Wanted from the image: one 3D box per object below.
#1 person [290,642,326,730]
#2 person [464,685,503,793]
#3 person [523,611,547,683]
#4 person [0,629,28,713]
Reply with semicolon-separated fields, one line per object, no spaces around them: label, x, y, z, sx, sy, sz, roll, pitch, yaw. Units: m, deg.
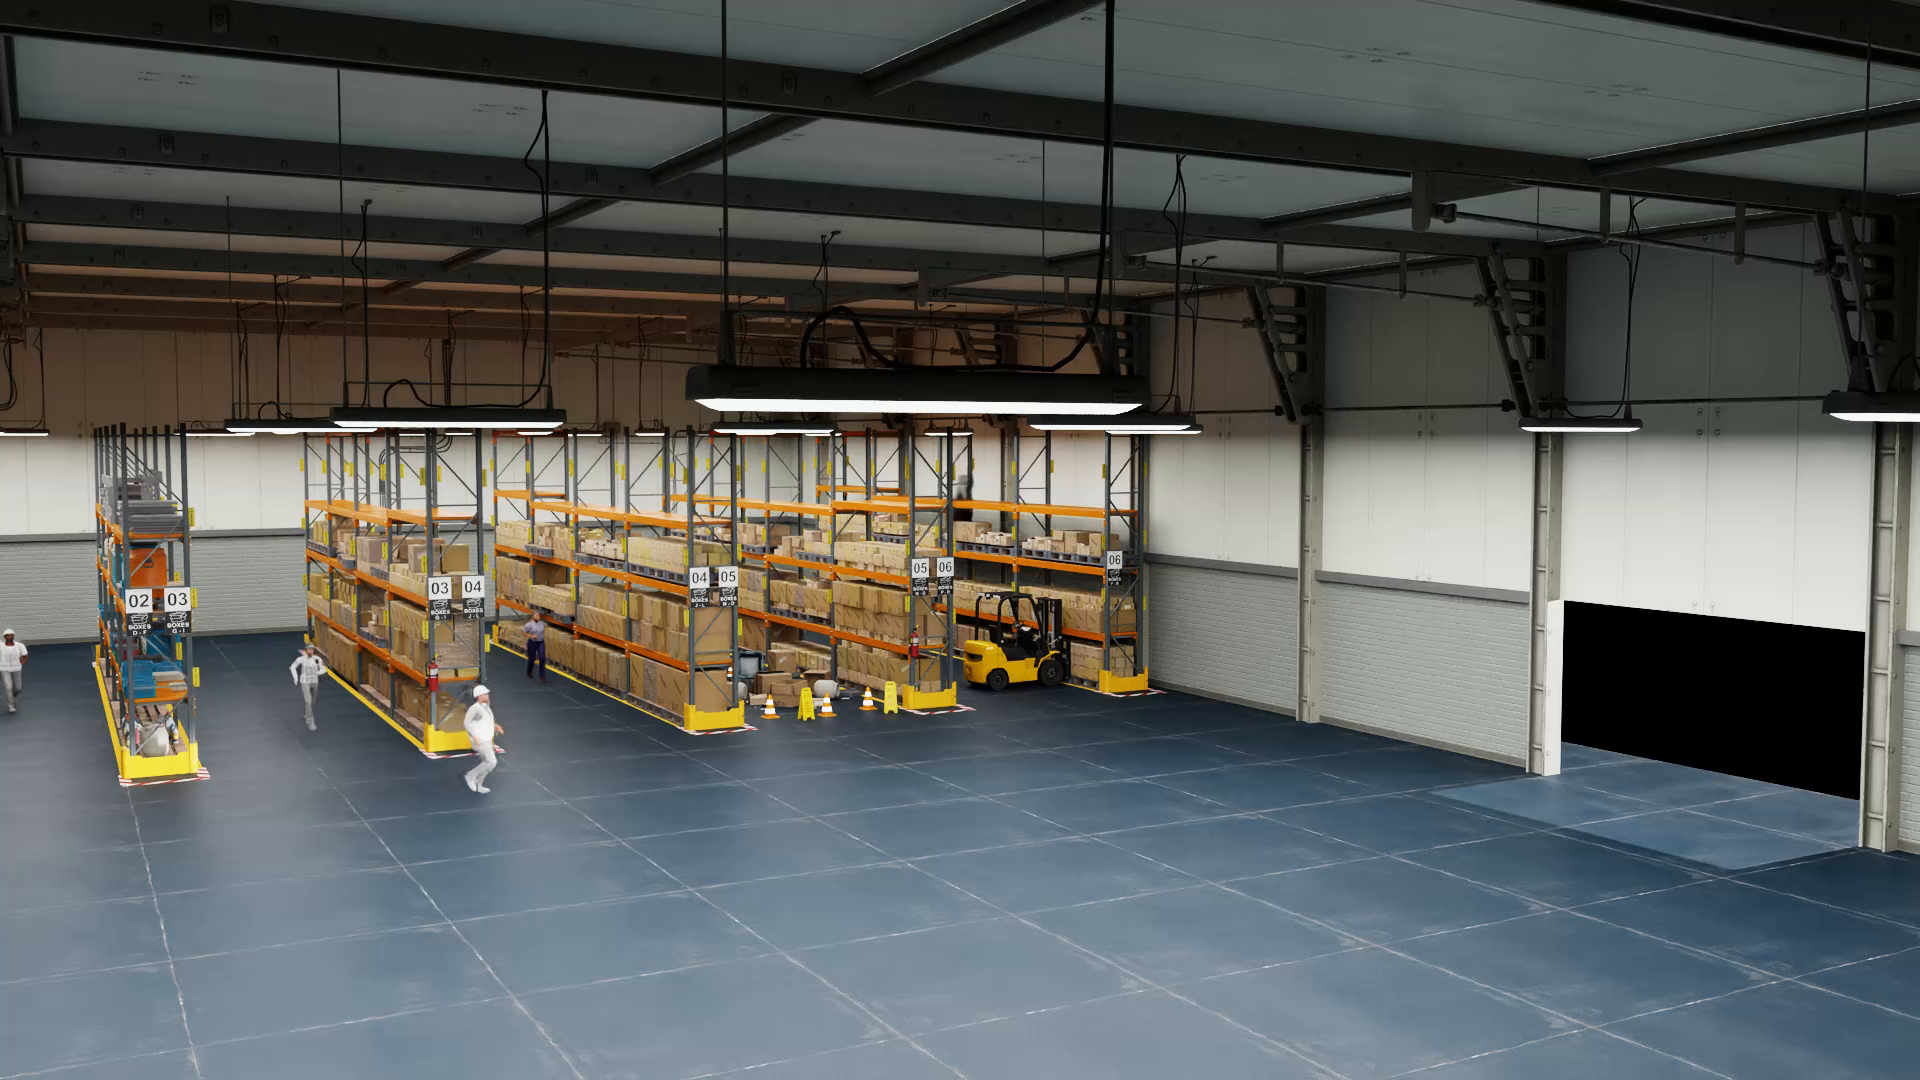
person;-12.875;2.861;32.946;0.614;1.707;0.836;-3;5;-41
person;-7.714;3.222;26.936;0.571;1.740;0.672;0;3;0
person;-10.057;2.523;39.353;0.595;1.683;0.843;-2;4;-33
person;-19.994;2.741;34.991;0.711;1.730;0.795;-3;4;-39
